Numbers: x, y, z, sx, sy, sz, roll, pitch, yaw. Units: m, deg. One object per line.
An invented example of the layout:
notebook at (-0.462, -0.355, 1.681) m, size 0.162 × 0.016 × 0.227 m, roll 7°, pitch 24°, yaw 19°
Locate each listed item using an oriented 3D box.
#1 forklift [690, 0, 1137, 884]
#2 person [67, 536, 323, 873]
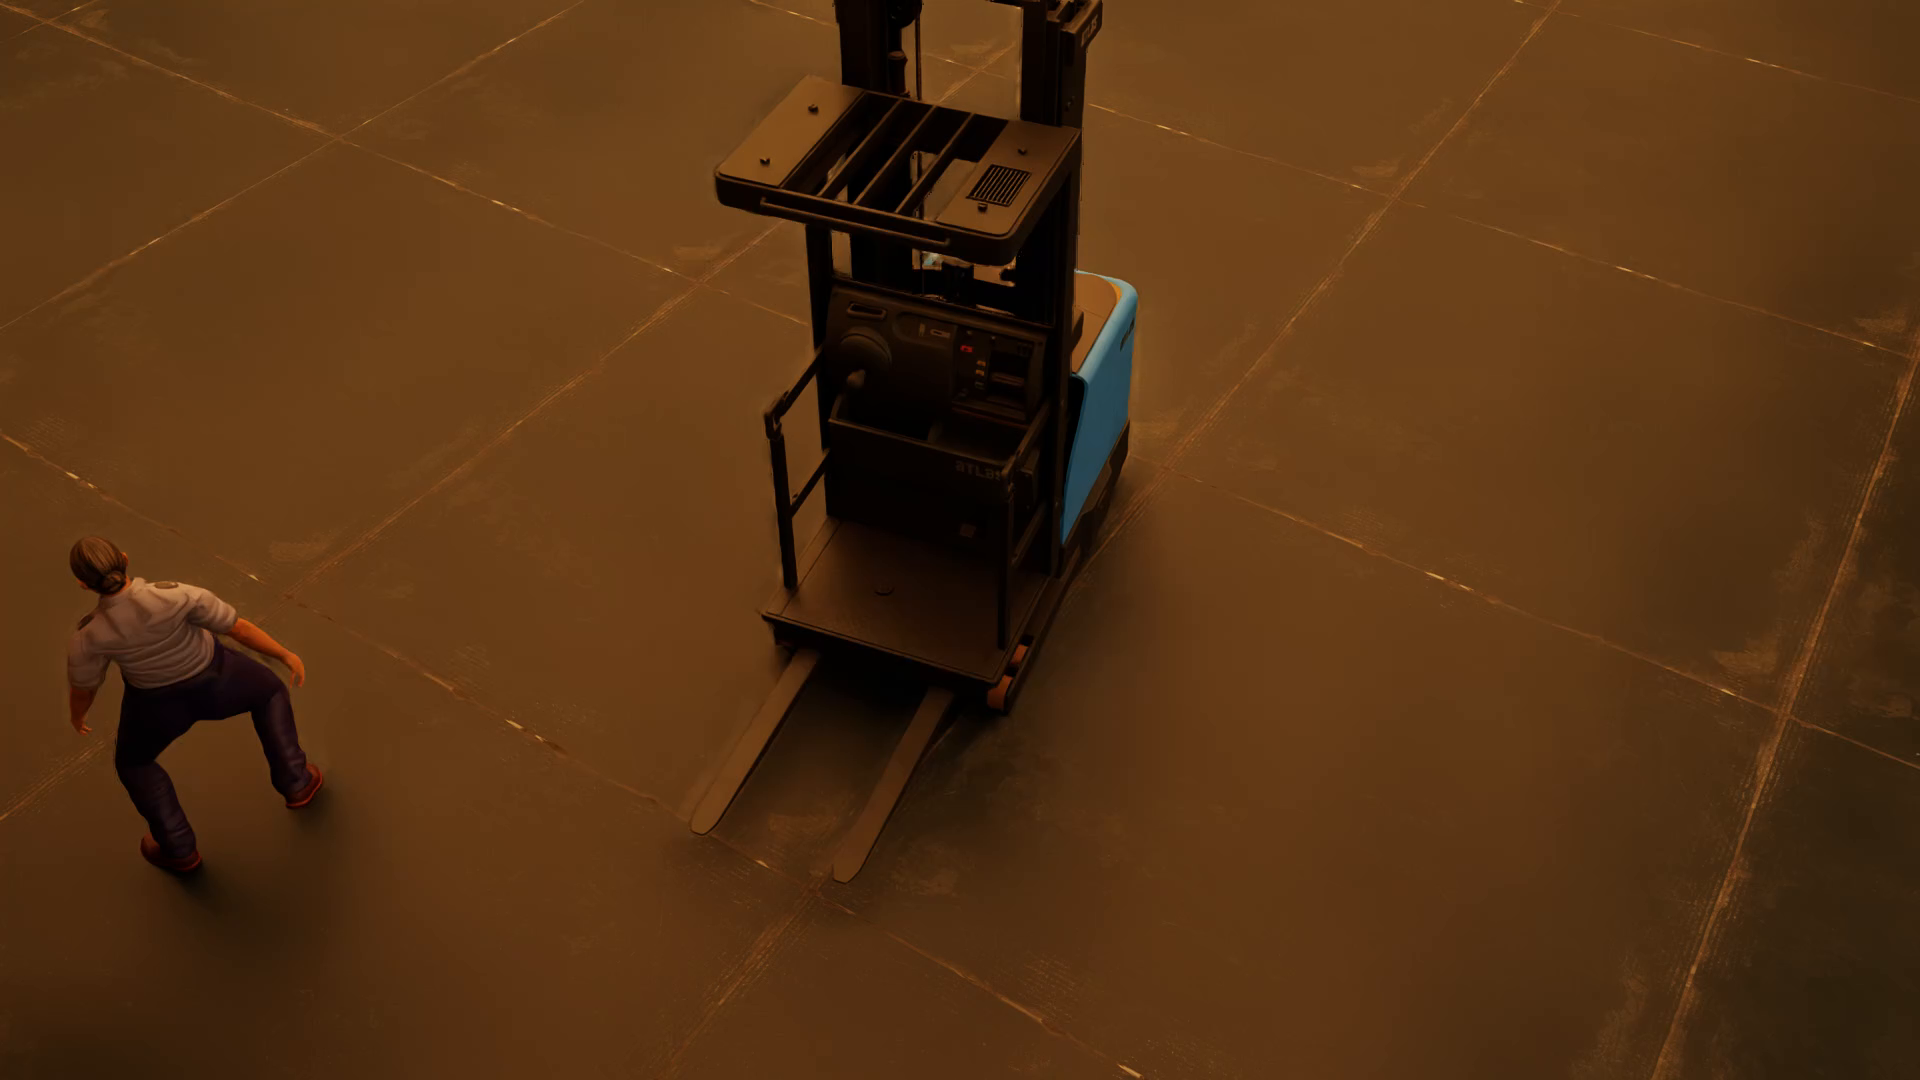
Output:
forklift at (-0.181, -0.654, 6.538) m, size 1.130 × 2.935 × 3.031 m, roll 15°, pitch 46°, yaw 16°
person at (-2.932, 0.542, 6.287) m, size 0.840 × 1.565 × 0.484 m, roll -18°, pitch 46°, yaw -18°
